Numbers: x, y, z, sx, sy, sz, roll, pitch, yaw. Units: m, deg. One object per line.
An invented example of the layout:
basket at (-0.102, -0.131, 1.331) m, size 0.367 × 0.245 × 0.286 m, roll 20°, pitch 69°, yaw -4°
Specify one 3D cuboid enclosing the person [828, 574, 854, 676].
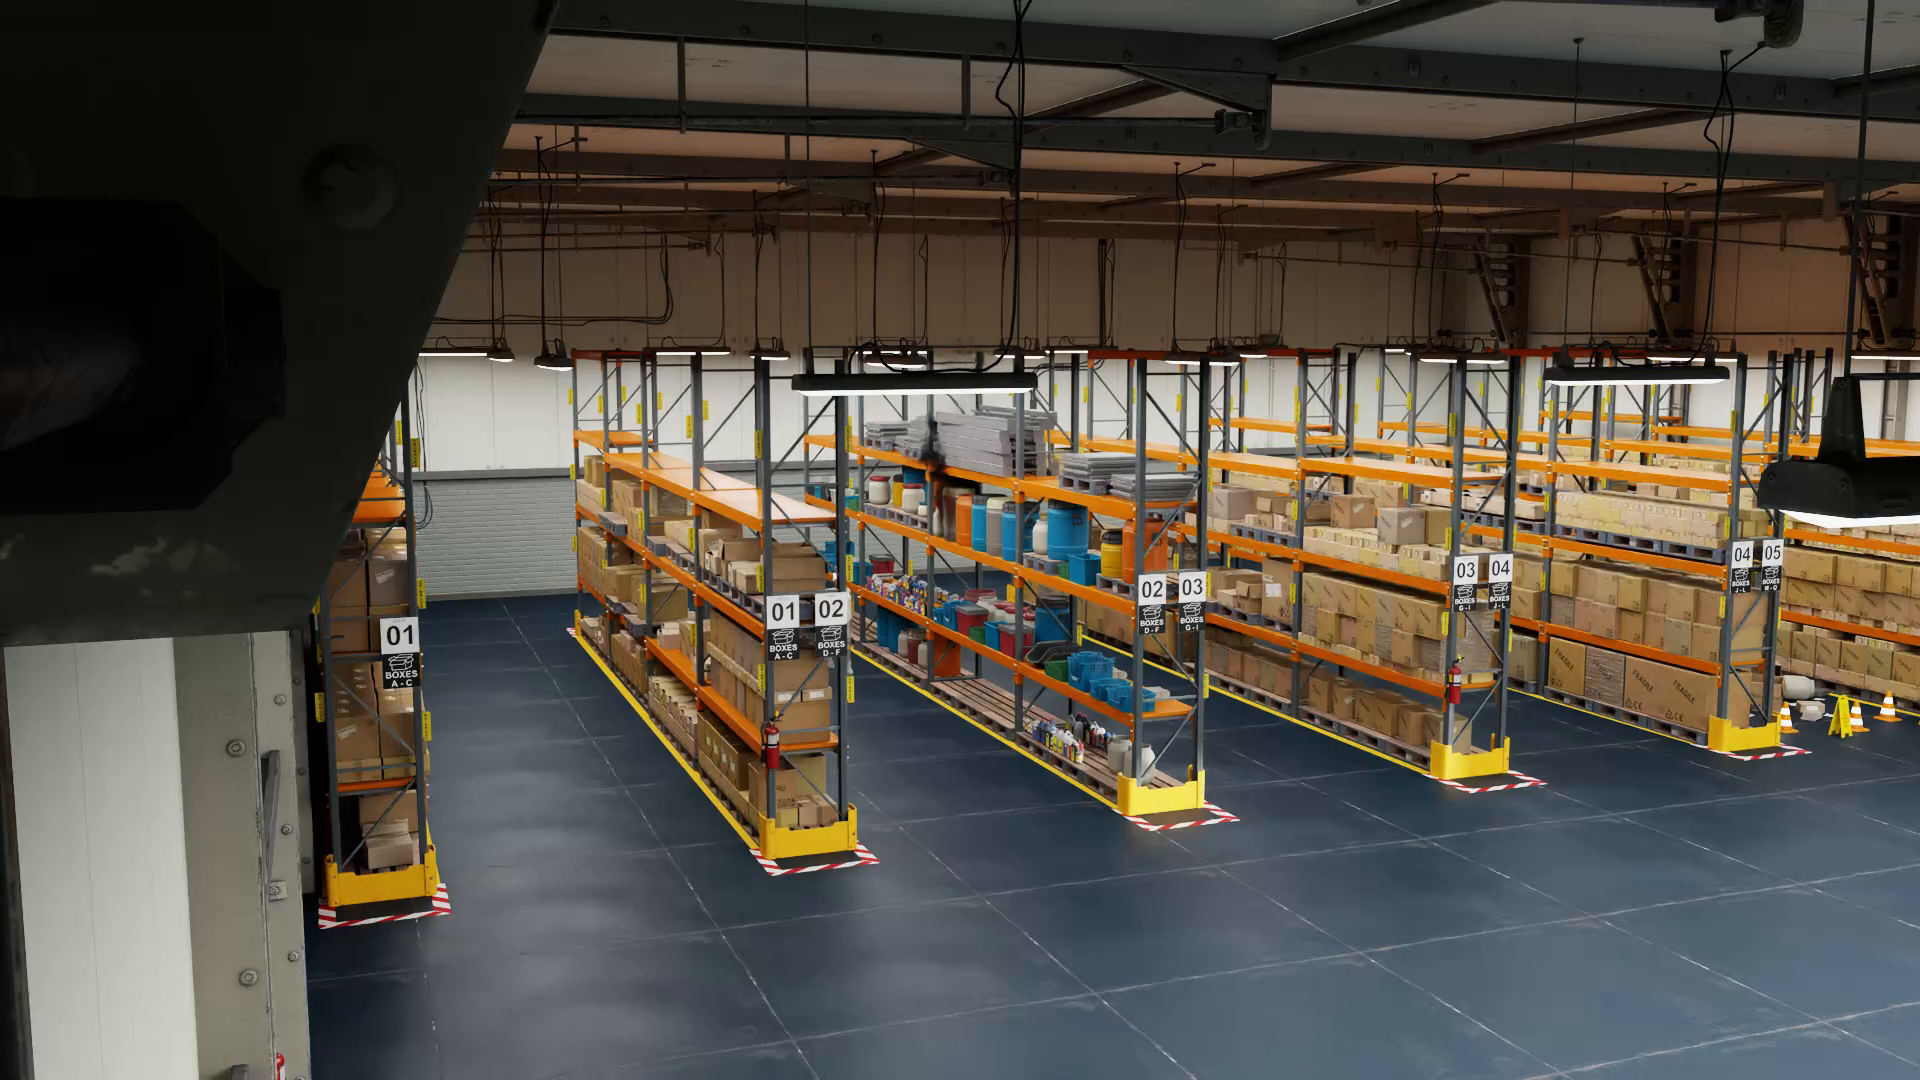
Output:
person at (-2.171, 1.467, 29.718) m, size 0.610 × 1.820 × 0.845 m, roll -3°, pitch 8°, yaw -21°
